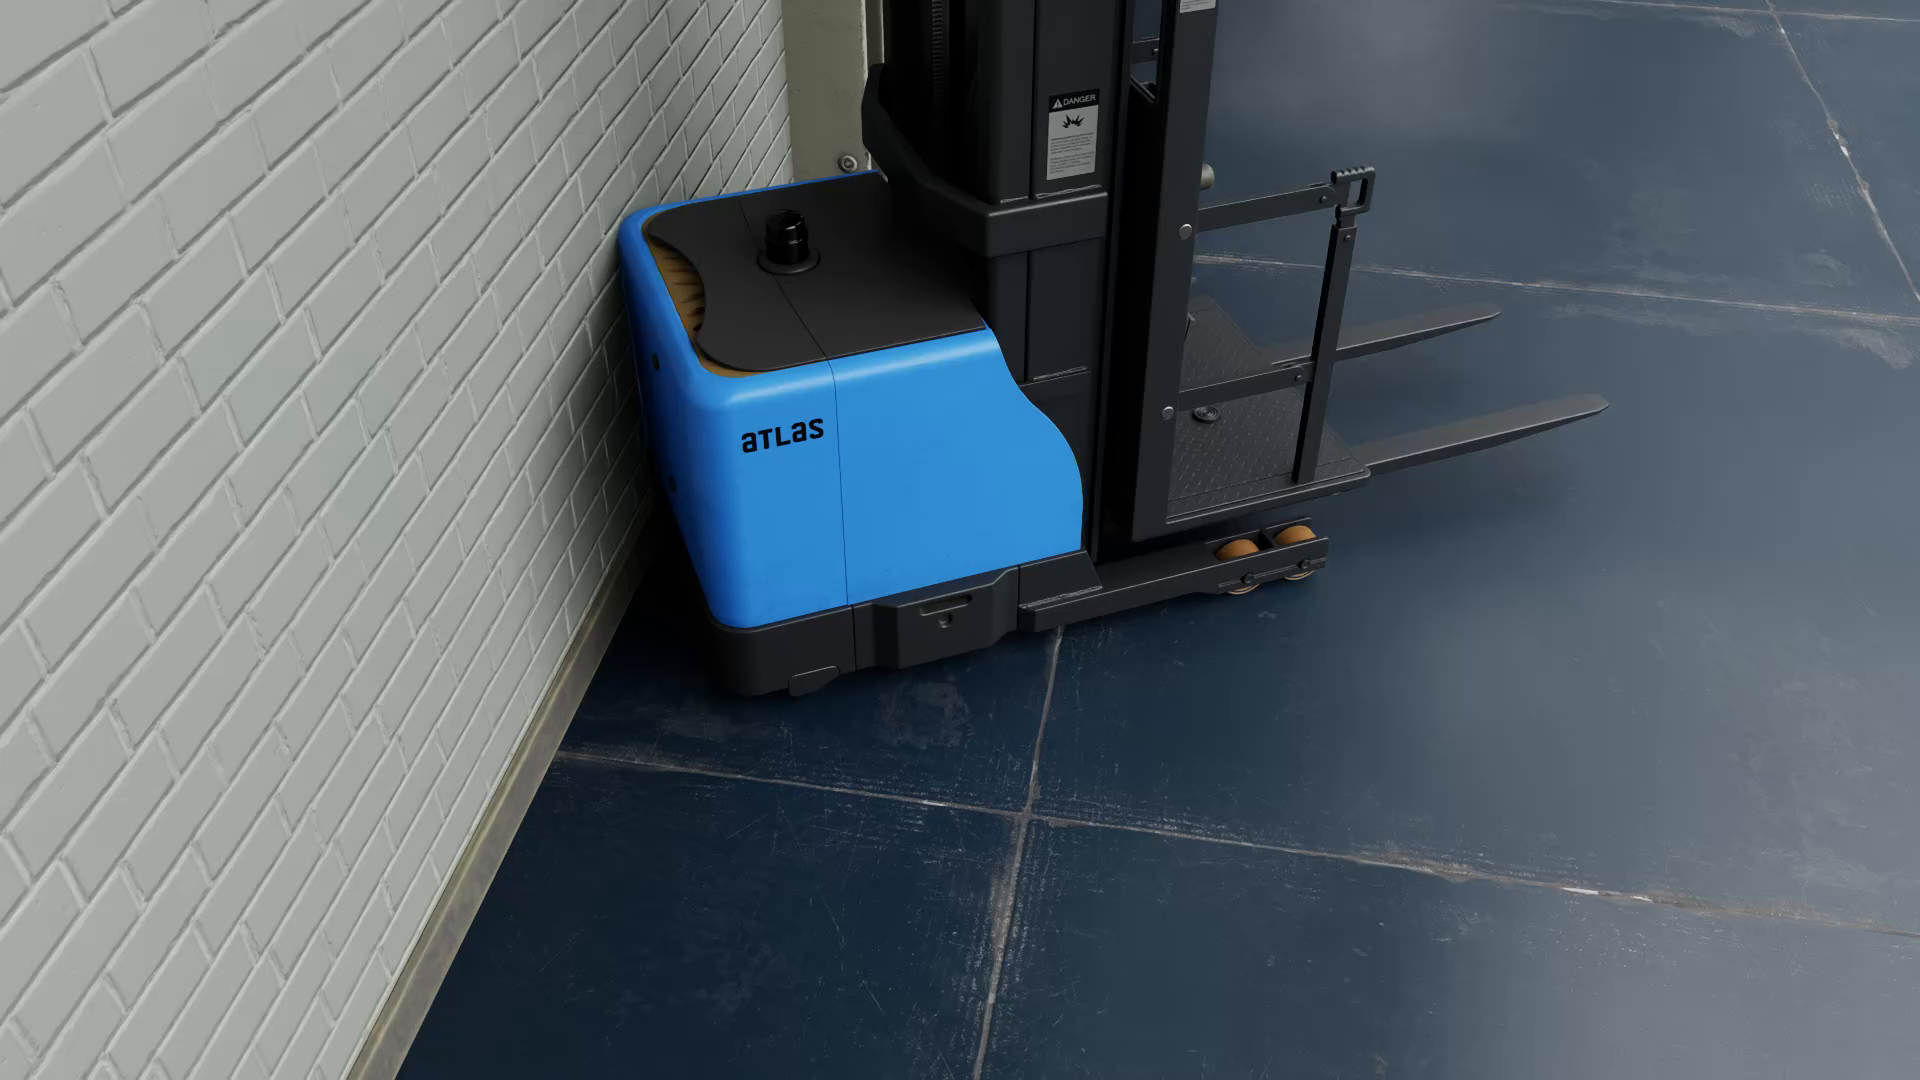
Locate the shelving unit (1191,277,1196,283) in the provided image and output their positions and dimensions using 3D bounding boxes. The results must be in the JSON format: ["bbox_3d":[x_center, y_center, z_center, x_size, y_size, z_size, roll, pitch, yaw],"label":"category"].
[{"bbox_3d":[0.280,-0.715,5.883,1.200,0.258,0.189,-8,40,-9],"label":"shelving unit"}]

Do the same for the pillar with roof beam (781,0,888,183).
[{"bbox_3d":[3.768,-4.282,3.367,9.100,9.000,0.400,6,40,8],"label":"pillar with roof beam"}]

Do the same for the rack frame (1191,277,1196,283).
[{"bbox_3d":[0.261,-0.772,5.952,1.200,0.240,0.006,-8,40,-9],"label":"rack frame"}]

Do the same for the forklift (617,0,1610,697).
[{"bbox_3d":[0.592,-1.268,4.483,3.031,2.935,1.130,-13,41,-15],"label":"forklift"}]
